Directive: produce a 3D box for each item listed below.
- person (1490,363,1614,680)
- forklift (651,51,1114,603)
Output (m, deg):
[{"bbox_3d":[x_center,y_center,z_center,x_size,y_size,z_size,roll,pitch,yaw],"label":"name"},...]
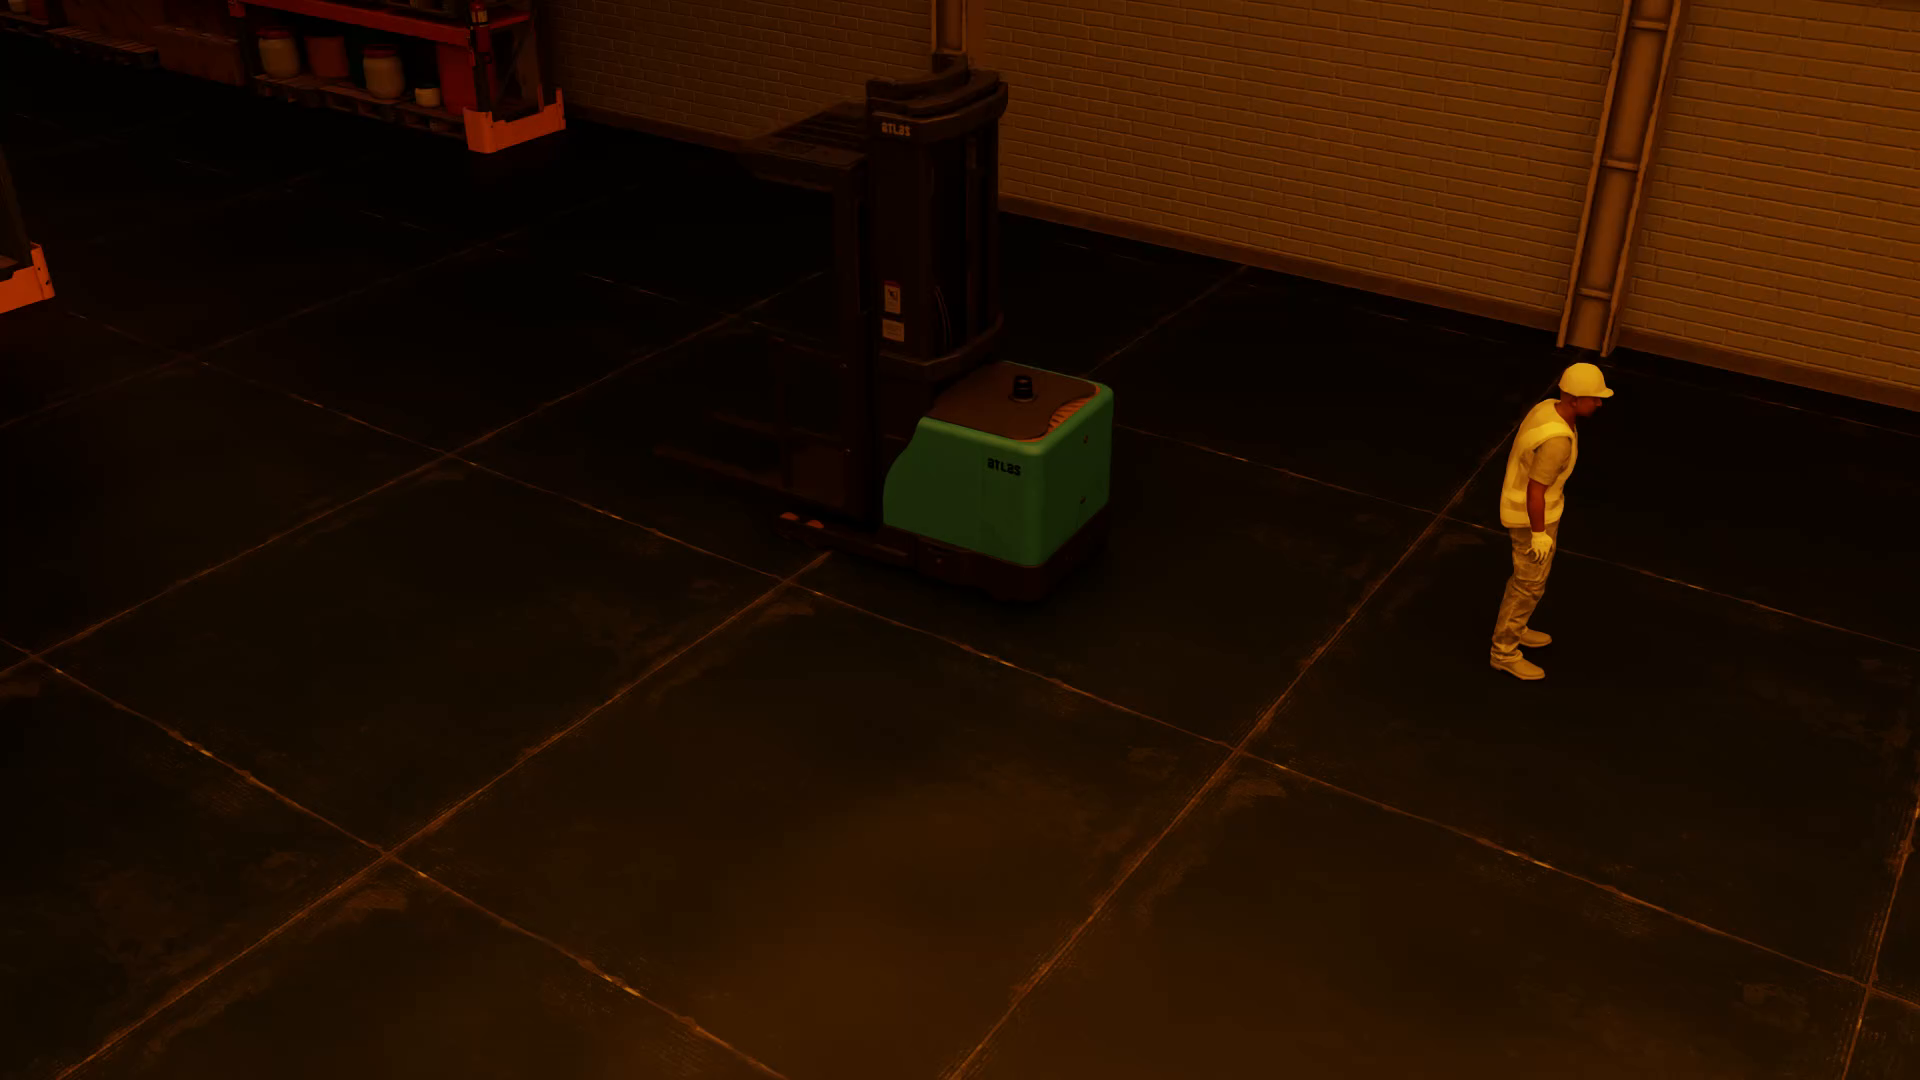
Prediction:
[{"bbox_3d":[3.137,-0.131,8.964,0.453,1.772,0.616,11,32,18],"label":"person"},{"bbox_3d":[-0.594,-1.435,10.052,3.031,2.935,1.130,17,34,26],"label":"forklift"}]
